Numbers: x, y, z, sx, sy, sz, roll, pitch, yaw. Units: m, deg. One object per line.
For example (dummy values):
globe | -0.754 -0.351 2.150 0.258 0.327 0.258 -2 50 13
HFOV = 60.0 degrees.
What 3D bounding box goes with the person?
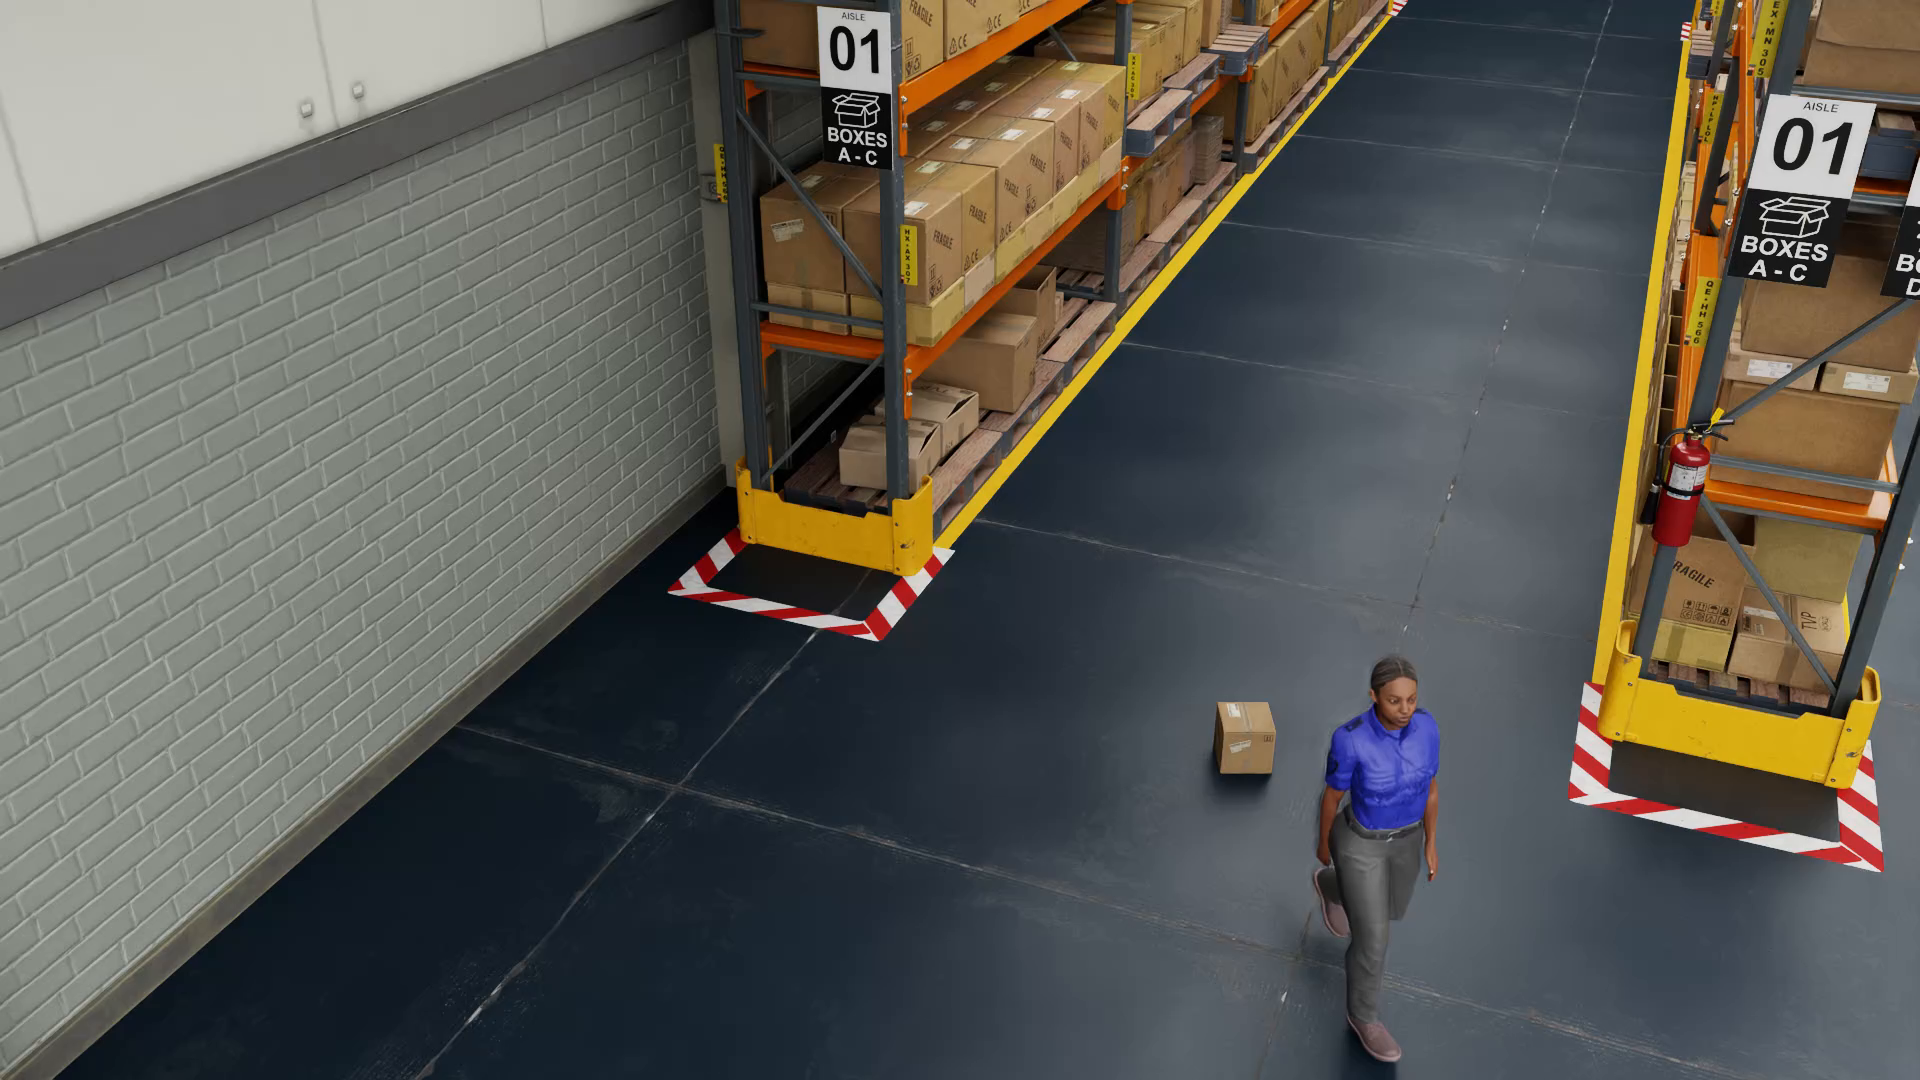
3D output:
person | 1.586 1.126 6.405 0.438 1.614 0.859 -10 31 -18
